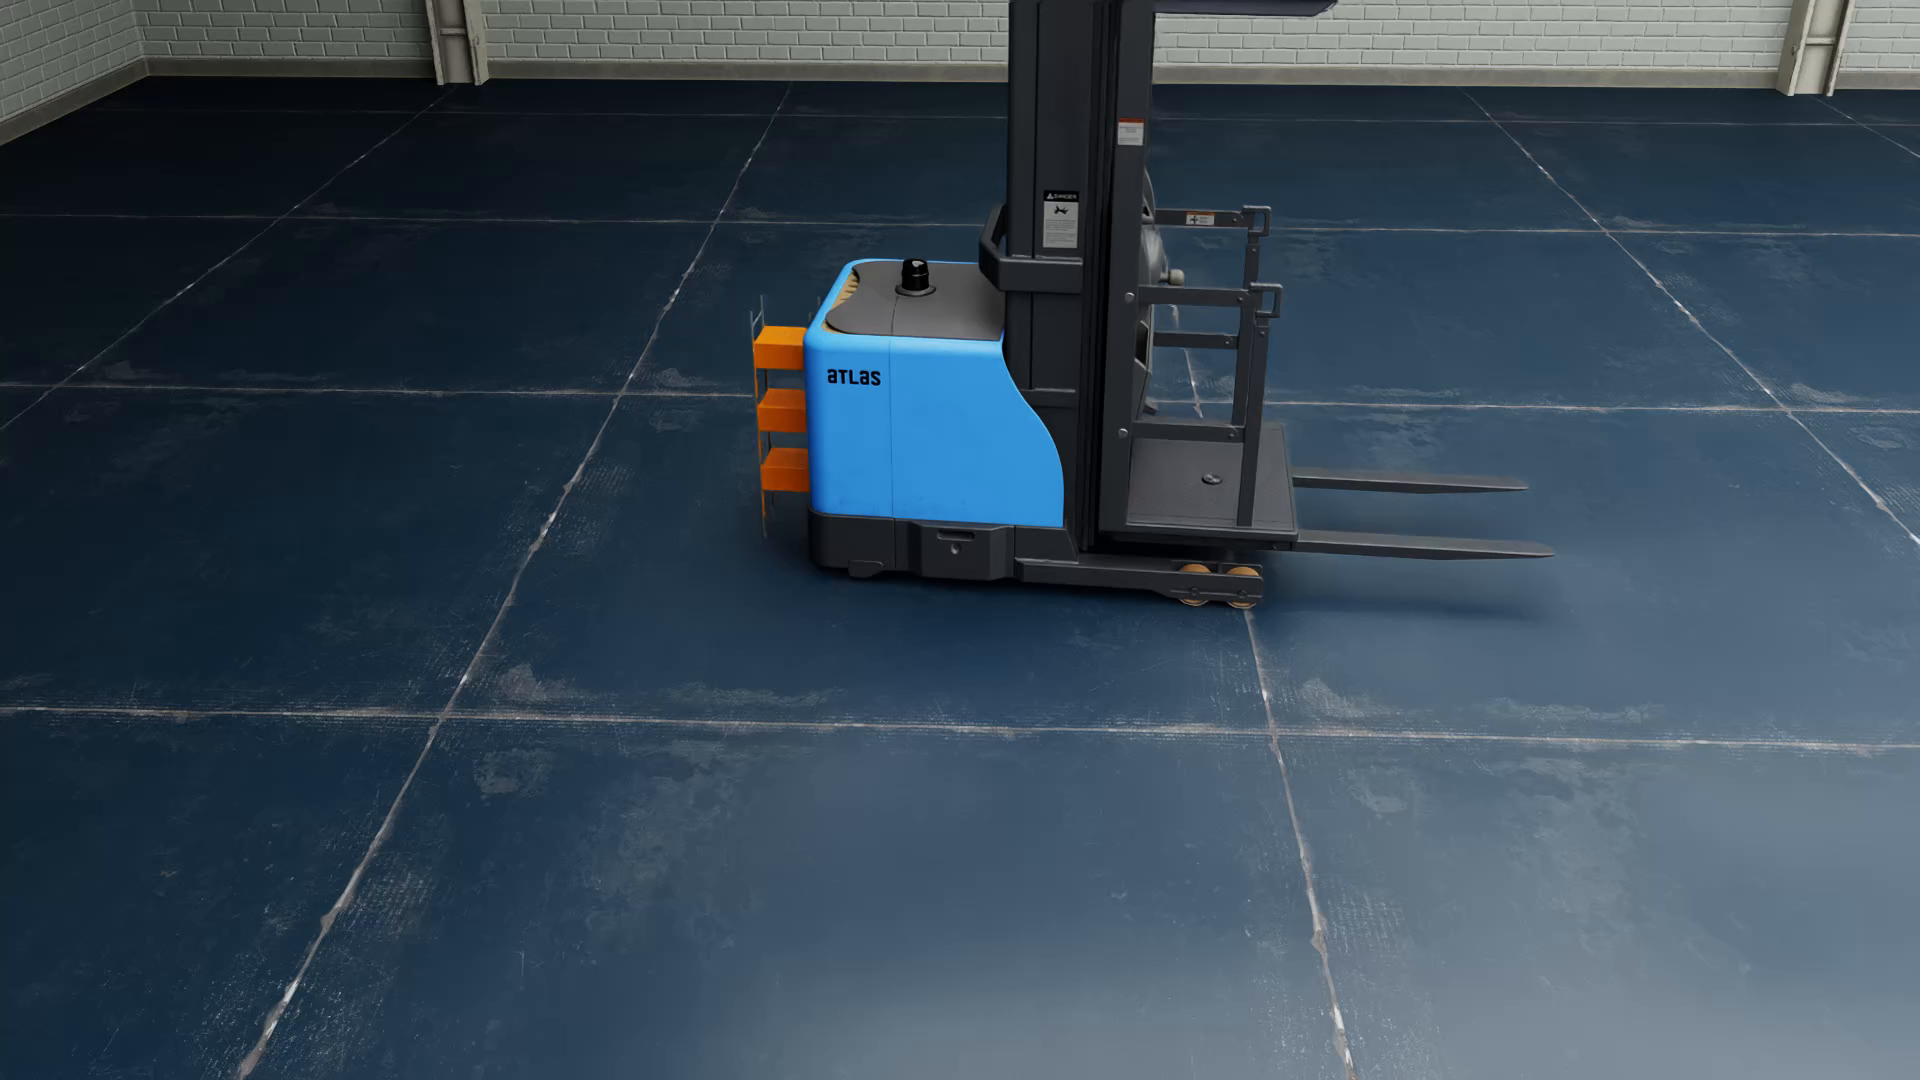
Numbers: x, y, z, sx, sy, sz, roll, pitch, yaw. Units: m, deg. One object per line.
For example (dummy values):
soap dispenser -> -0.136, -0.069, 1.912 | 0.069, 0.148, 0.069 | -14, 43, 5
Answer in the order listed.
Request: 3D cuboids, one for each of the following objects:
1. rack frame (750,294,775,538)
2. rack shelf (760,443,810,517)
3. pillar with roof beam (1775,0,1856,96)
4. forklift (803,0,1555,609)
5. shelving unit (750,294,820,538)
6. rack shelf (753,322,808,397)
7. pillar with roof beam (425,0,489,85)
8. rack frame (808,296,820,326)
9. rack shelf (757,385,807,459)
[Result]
rack frame -> -0.841, -0.517, 7.104 | 0.008, 1.050, 0.200 | 3, 28, 6
rack shelf -> -0.720, -0.255, 7.226 | 0.240, 0.259, 0.215 | 3, 28, 6
pillar with roof beam -> 7.326, -5.937, 8.842 | 0.400, 9.000, 9.100 | 1, 28, 2
forklift -> 0.924, -1.282, 6.539 | 3.031, 2.935, 1.130 | 3, 28, 6
shelving unit -> -0.720, -0.510, 7.091 | 0.252, 1.050, 0.215 | 3, 28, 6
rack shelf -> -0.720, -0.751, 6.963 | 0.240, 0.259, 0.215 | 3, 28, 6
pillar with roof beam -> -4.667, -6.135, 9.216 | 0.400, 9.000, 9.100 | 1, 28, 2
rack frame -> -0.599, -0.503, 7.078 | 0.008, 1.050, 0.200 | 3, 28, 6
rack shelf -> -0.720, -0.501, 7.096 | 0.240, 0.259, 0.215 | 3, 28, 6
